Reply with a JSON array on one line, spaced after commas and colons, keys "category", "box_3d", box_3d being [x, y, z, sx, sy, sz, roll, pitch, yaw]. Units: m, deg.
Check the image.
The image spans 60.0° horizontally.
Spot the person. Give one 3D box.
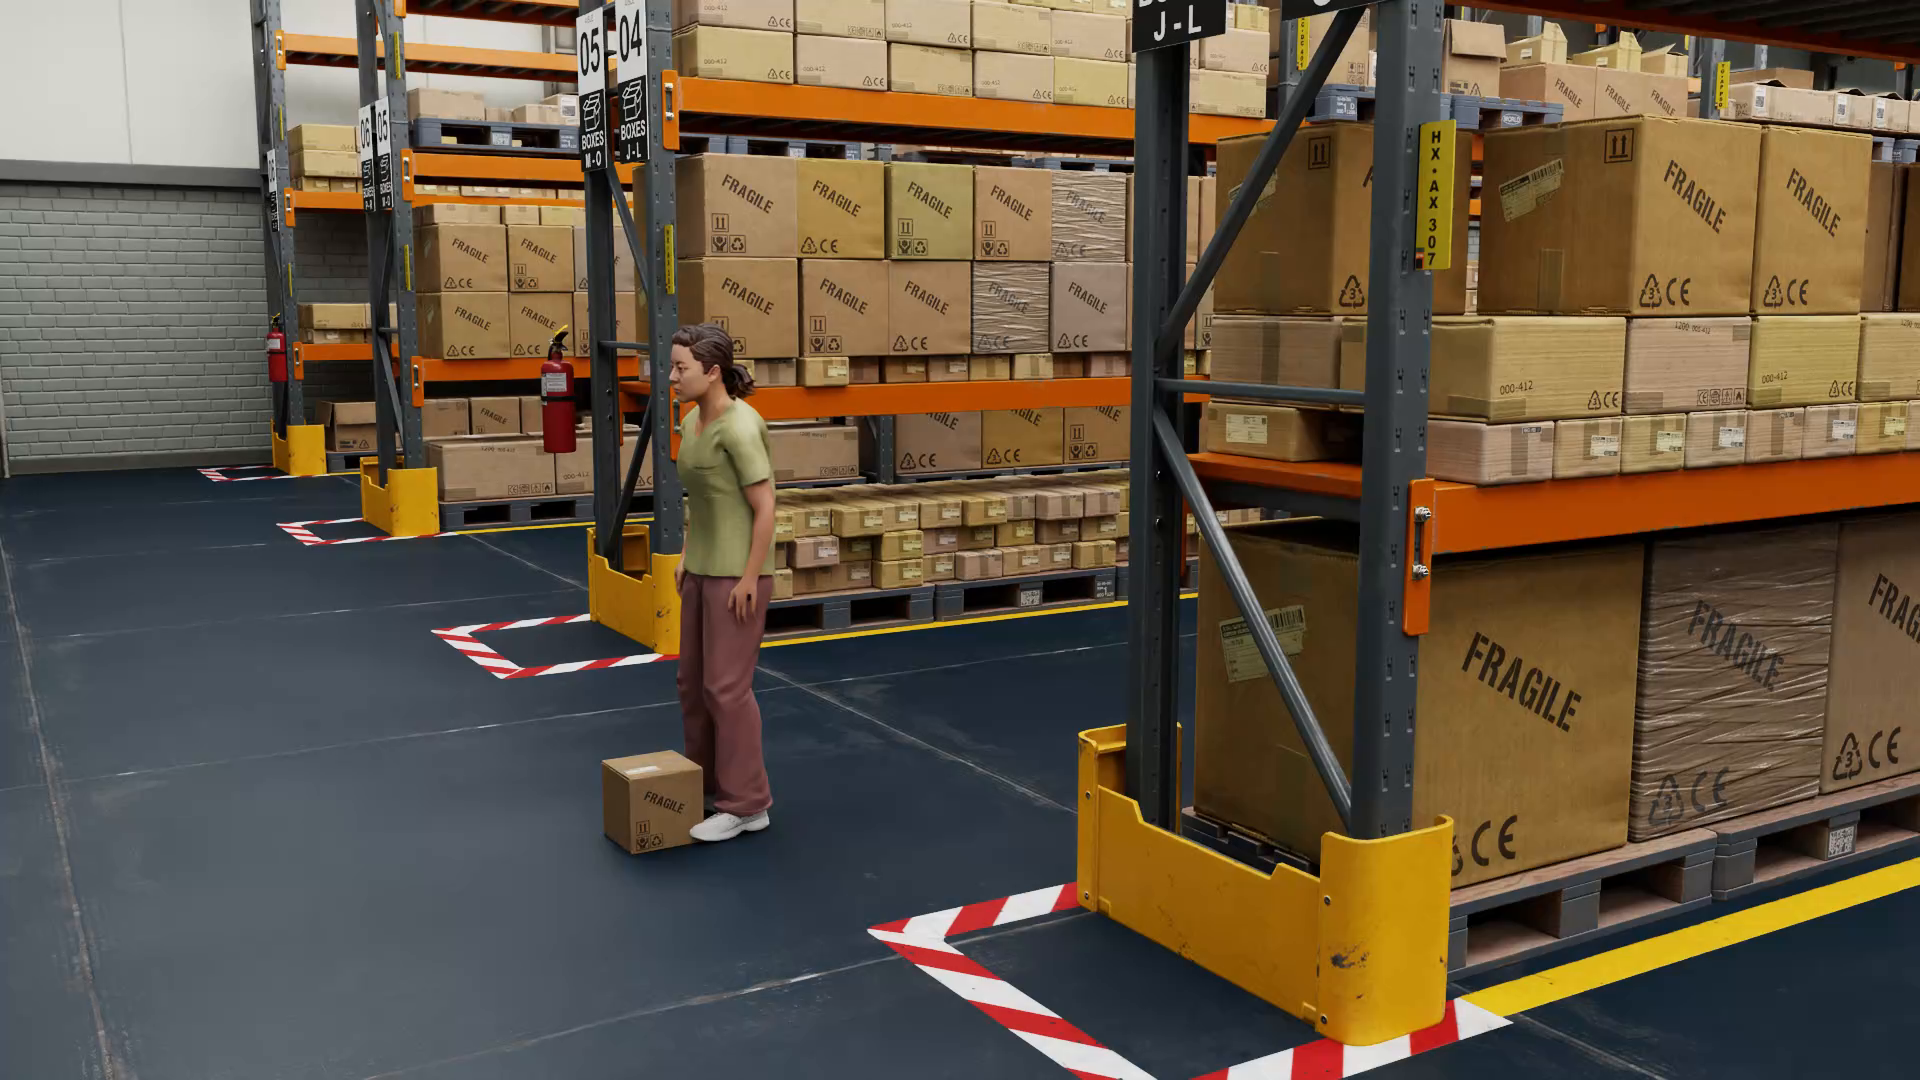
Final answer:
[{"category": "person", "box_3d": [-0.792, 0.128, 5.445, 0.355, 1.673, 0.517, -5, 10, -33]}]
